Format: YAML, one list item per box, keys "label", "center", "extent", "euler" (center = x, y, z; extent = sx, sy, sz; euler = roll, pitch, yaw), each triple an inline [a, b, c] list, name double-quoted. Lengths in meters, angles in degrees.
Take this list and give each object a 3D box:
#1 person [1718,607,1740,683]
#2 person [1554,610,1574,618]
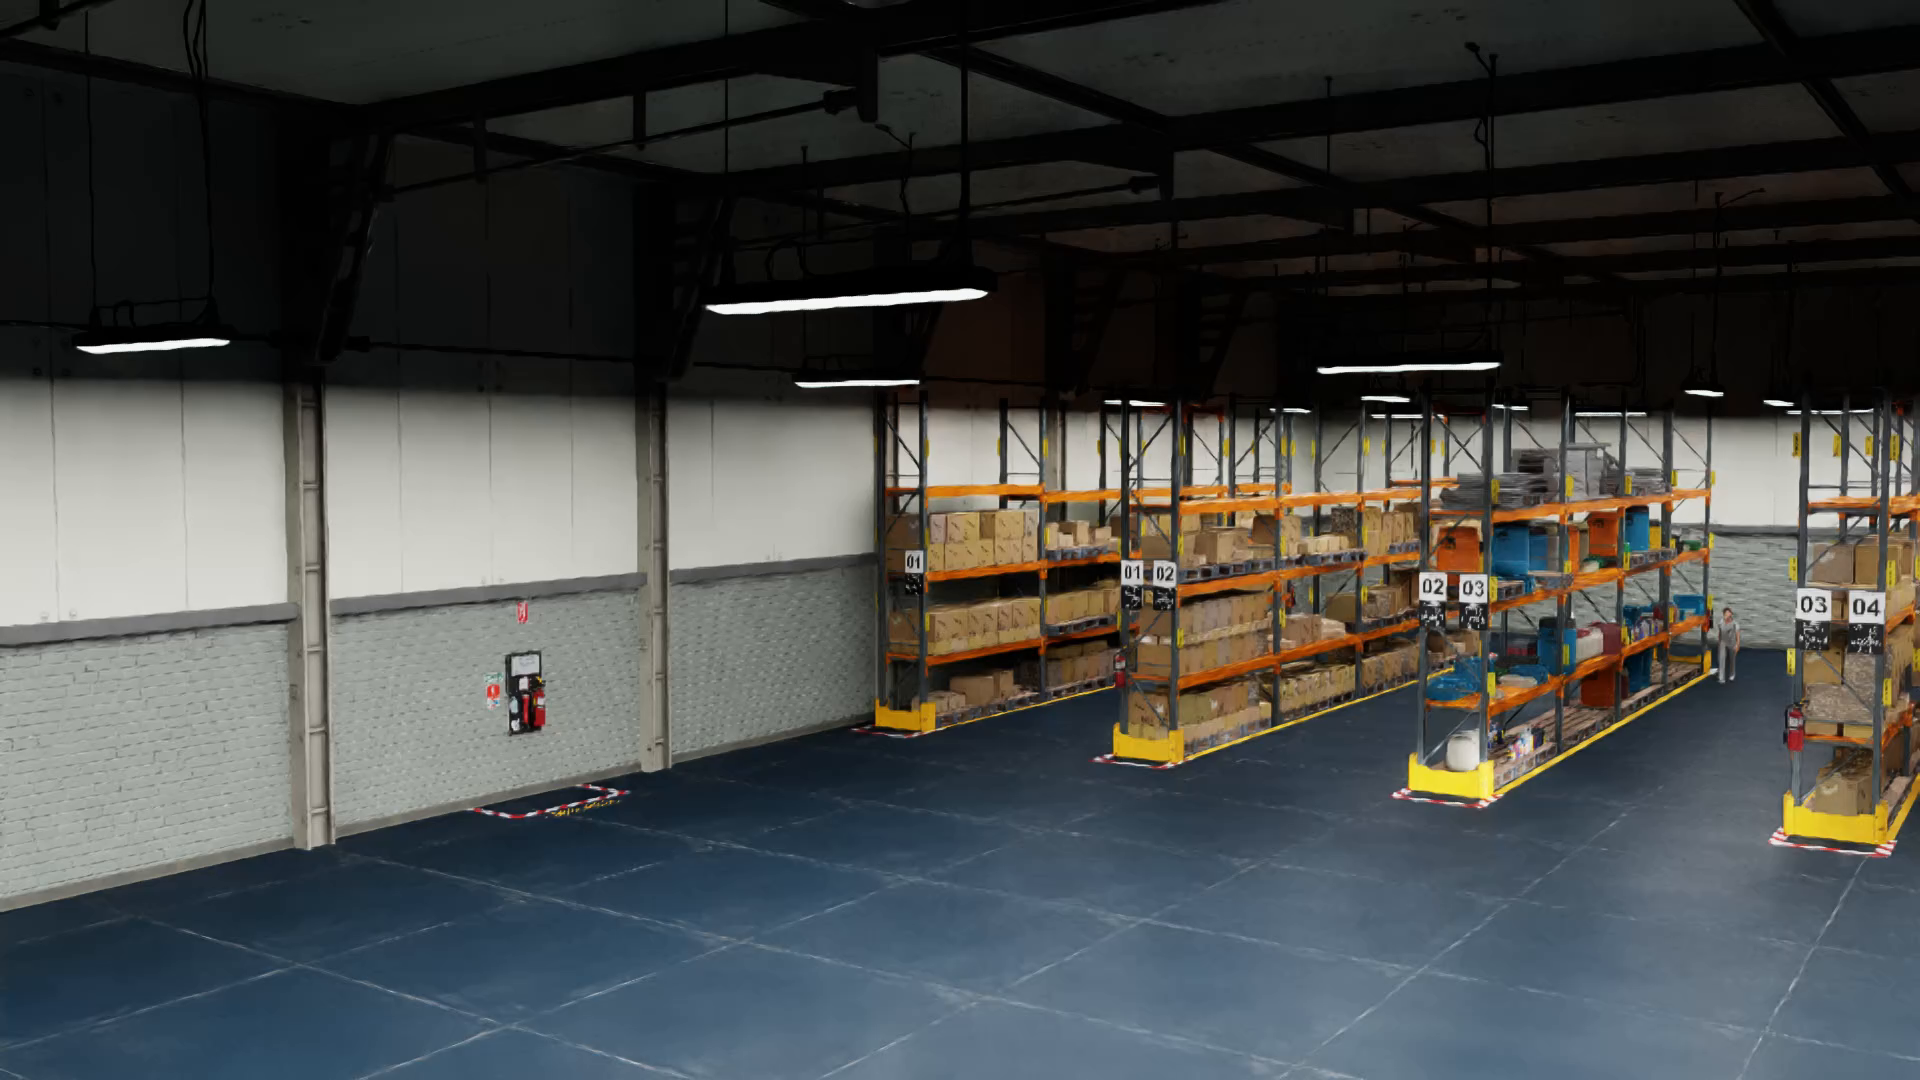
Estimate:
- label: "person"
  center: [16.357, 2.228, 35.386]
  extent: [0.455, 1.612, 1.019]
  euler: [2, 4, 33]
- label: "person"
  center: [13.599, 2.110, 37.453]
  extent: [0.488, 1.590, 1.079]
  euler: [2, 4, 32]
